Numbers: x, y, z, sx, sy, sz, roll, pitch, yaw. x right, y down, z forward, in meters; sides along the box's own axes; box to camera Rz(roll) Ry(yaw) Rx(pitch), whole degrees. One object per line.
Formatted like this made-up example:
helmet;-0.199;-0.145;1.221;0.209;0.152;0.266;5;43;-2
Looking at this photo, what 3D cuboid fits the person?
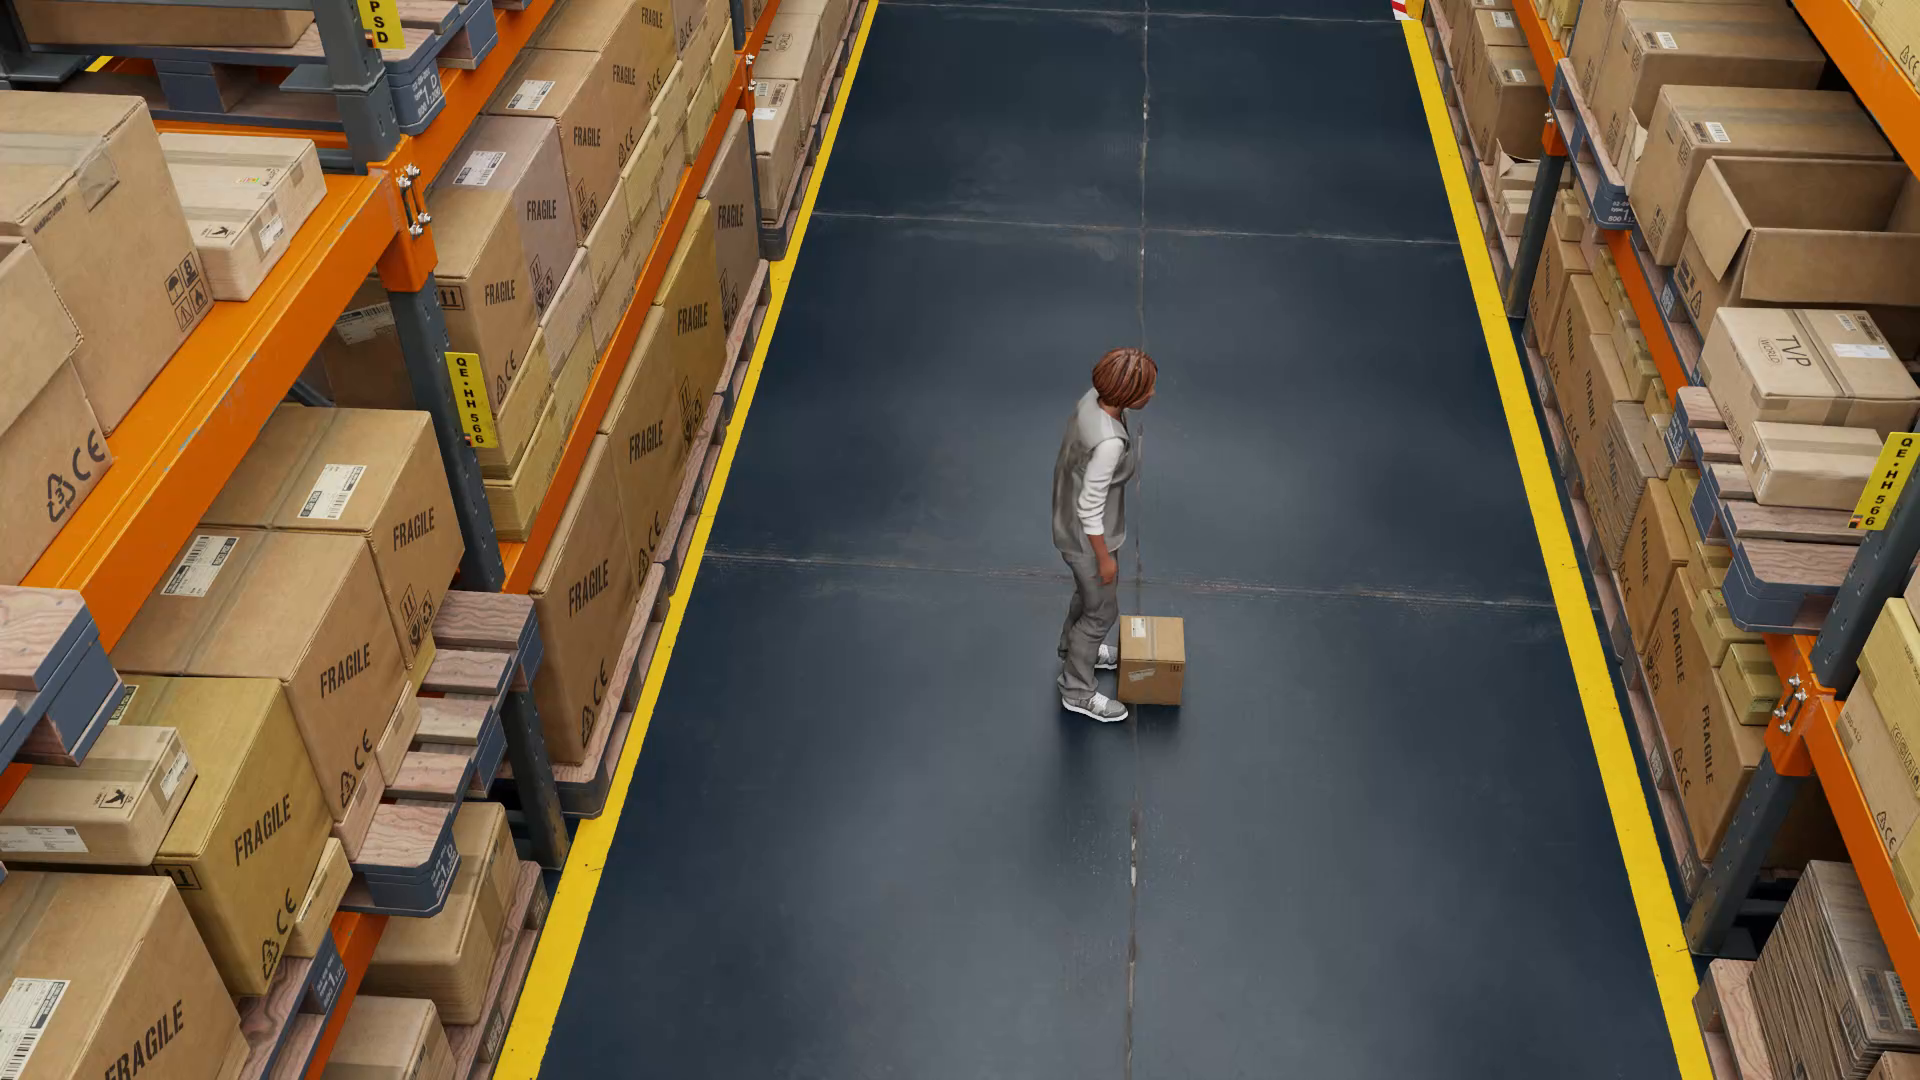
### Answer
person;0.511;-0.033;6.205;0.344;1.591;0.462;2;41;2
